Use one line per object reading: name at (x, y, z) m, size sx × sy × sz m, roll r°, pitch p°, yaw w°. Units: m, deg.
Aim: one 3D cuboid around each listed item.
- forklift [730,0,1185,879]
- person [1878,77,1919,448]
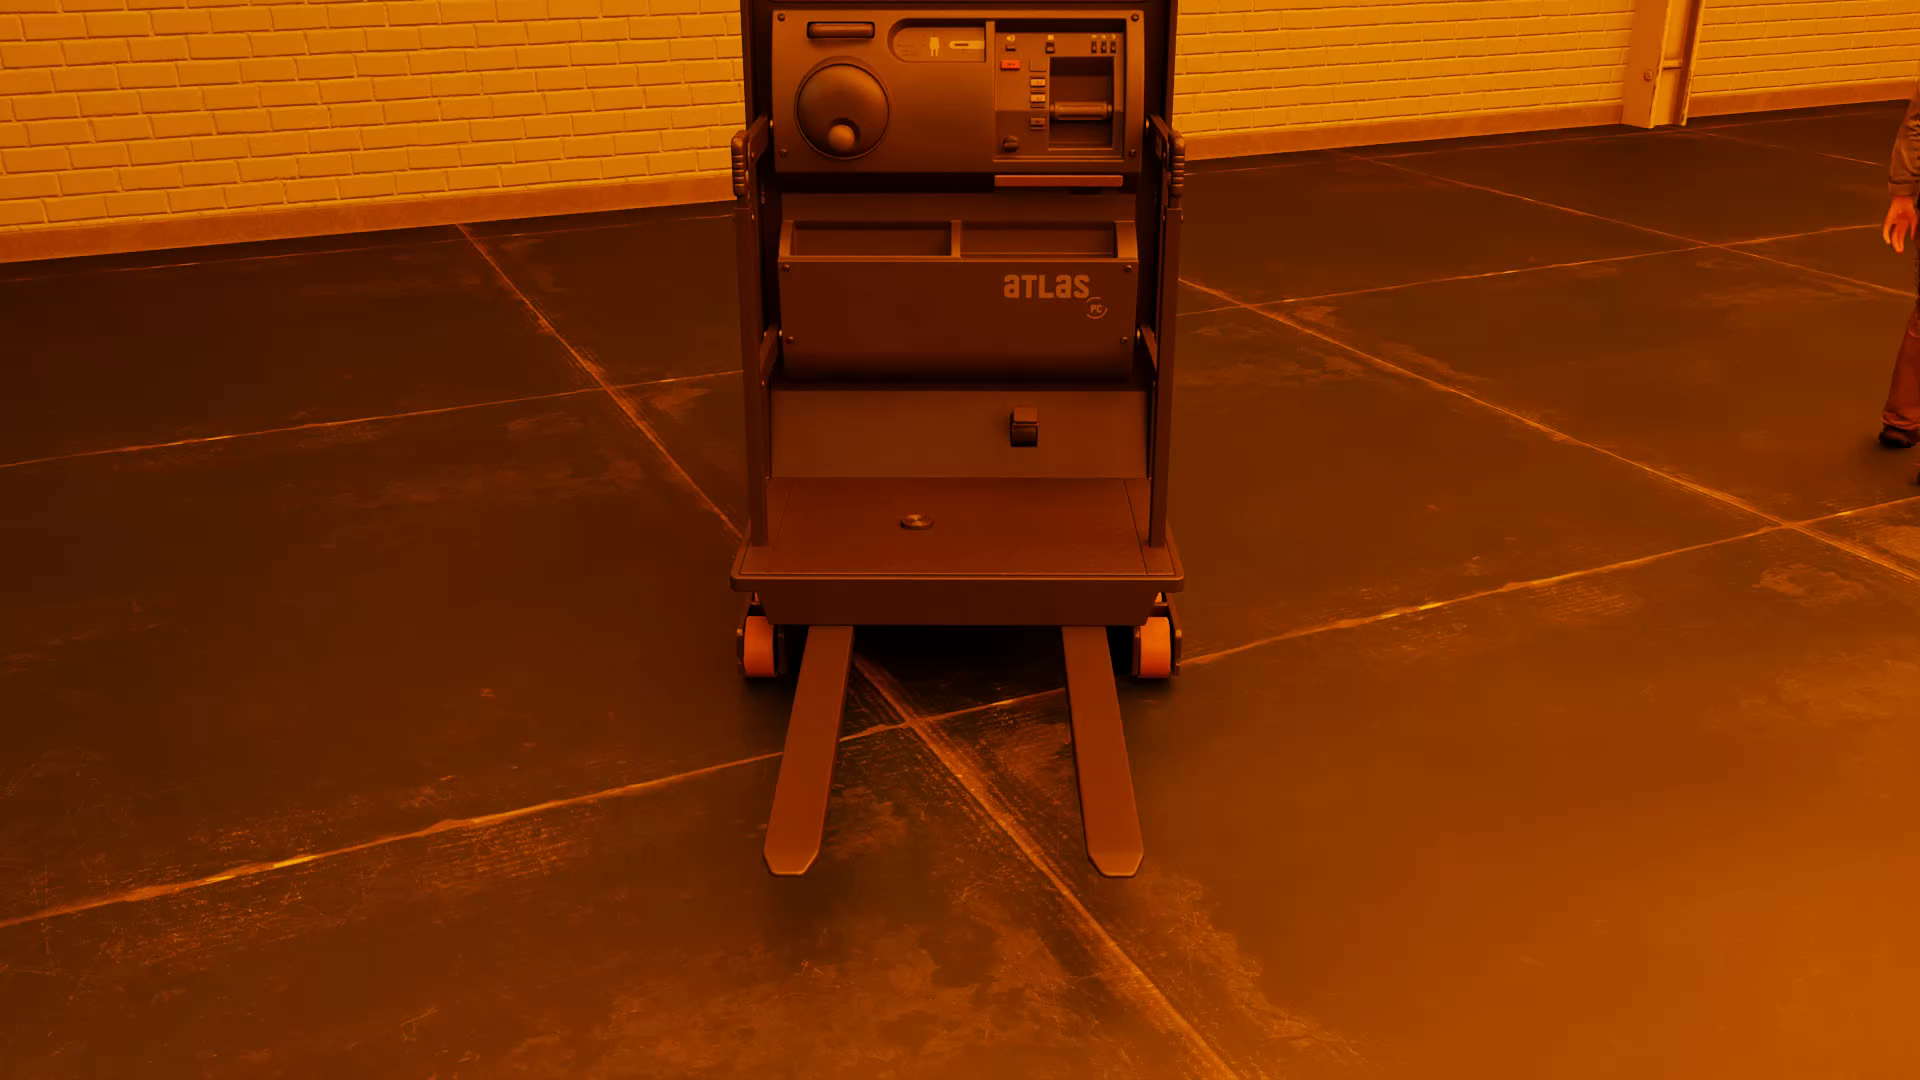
forklift at (-0.004, -1.114, 3.969) m, size 1.130 × 2.935 × 3.031 m, roll 0°, pitch 23°, yaw 0°
person at (3.381, -1.020, 5.414) m, size 0.535 × 1.763 × 0.621 m, roll -13°, pitch 26°, yaw -29°
